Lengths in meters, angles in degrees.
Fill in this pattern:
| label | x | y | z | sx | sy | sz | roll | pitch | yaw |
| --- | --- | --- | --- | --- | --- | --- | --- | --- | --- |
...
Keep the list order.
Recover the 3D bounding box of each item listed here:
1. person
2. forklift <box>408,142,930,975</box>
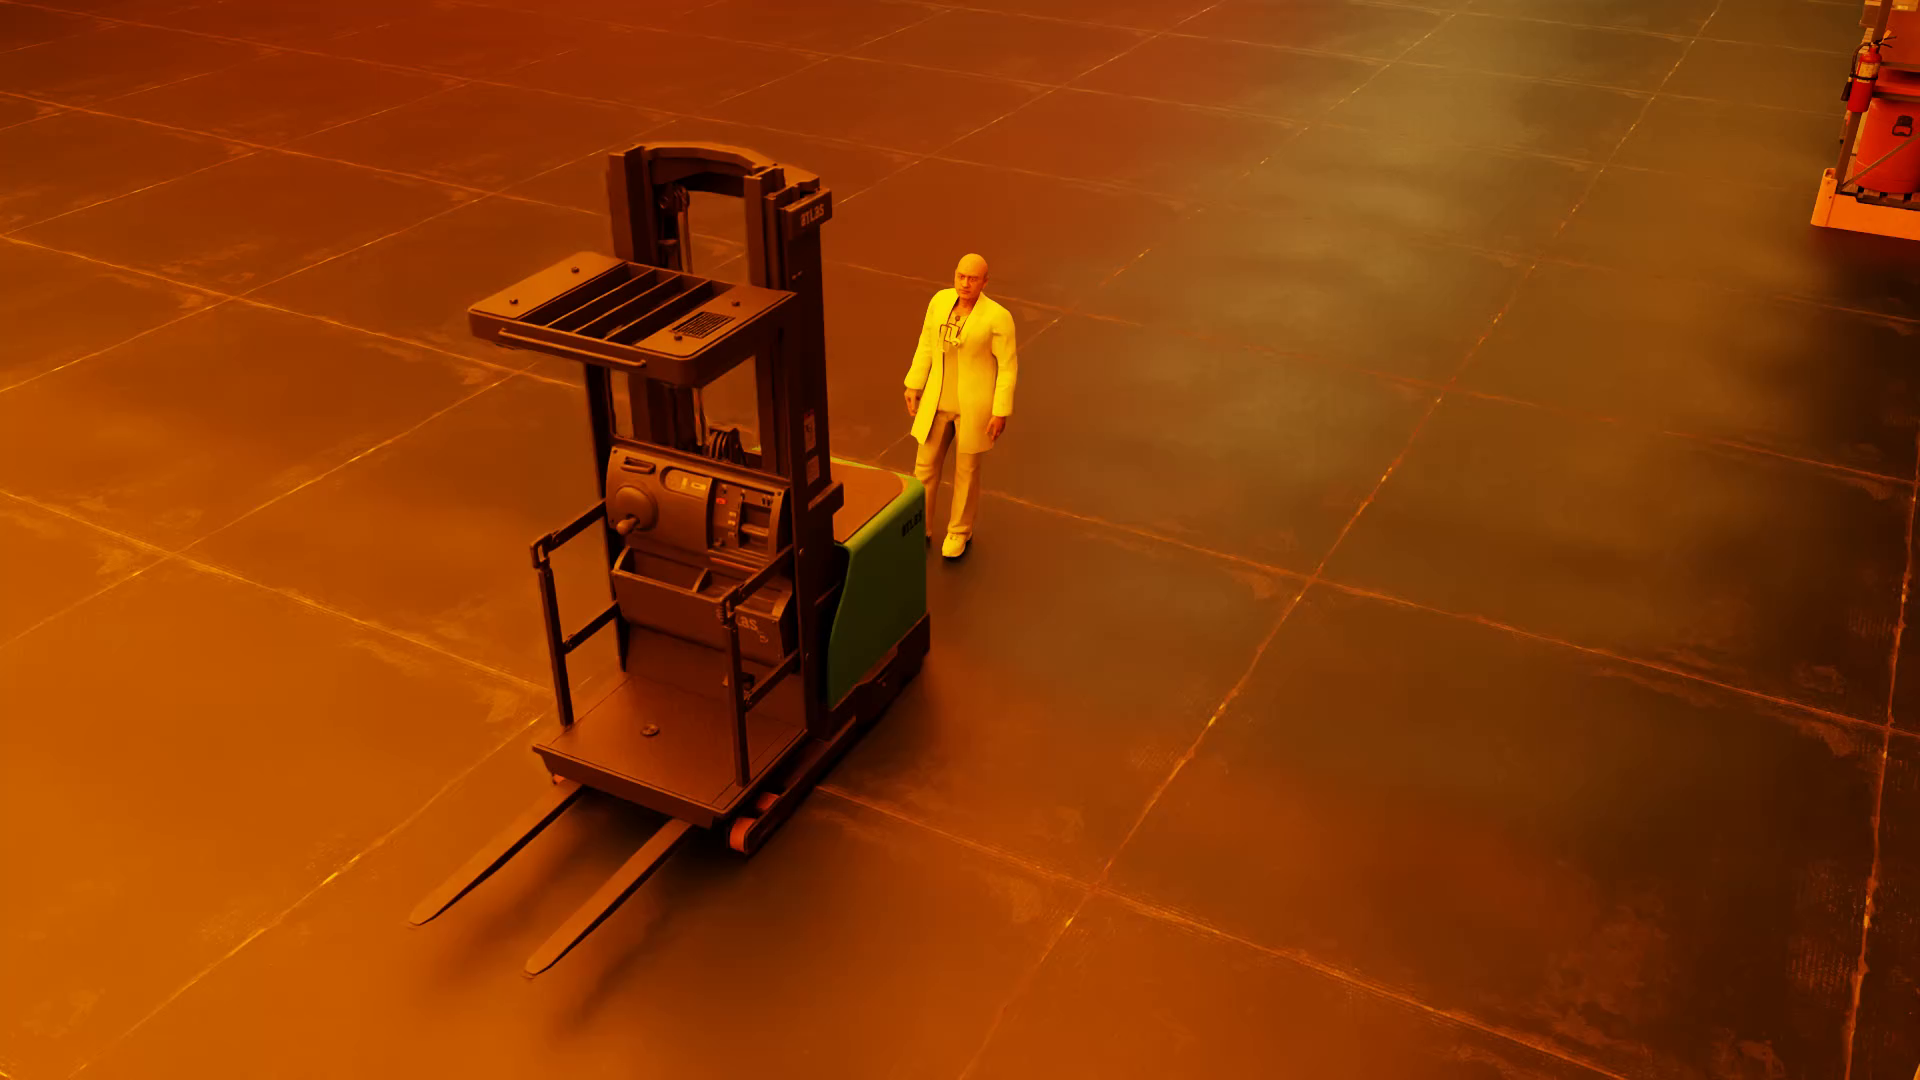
| label | x | y | z | sx | sy | sz | roll | pitch | yaw |
| --- | --- | --- | --- | --- | --- | --- | --- | --- | --- |
| person | -0.048 | -0.737 | 9.487 | 0.696 | 1.777 | 0.578 | 15 | 33 | 25 |
| forklift | -1.282 | -0.105 | 7.253 | 1.130 | 2.935 | 3.031 | 14 | 33 | 23 |
